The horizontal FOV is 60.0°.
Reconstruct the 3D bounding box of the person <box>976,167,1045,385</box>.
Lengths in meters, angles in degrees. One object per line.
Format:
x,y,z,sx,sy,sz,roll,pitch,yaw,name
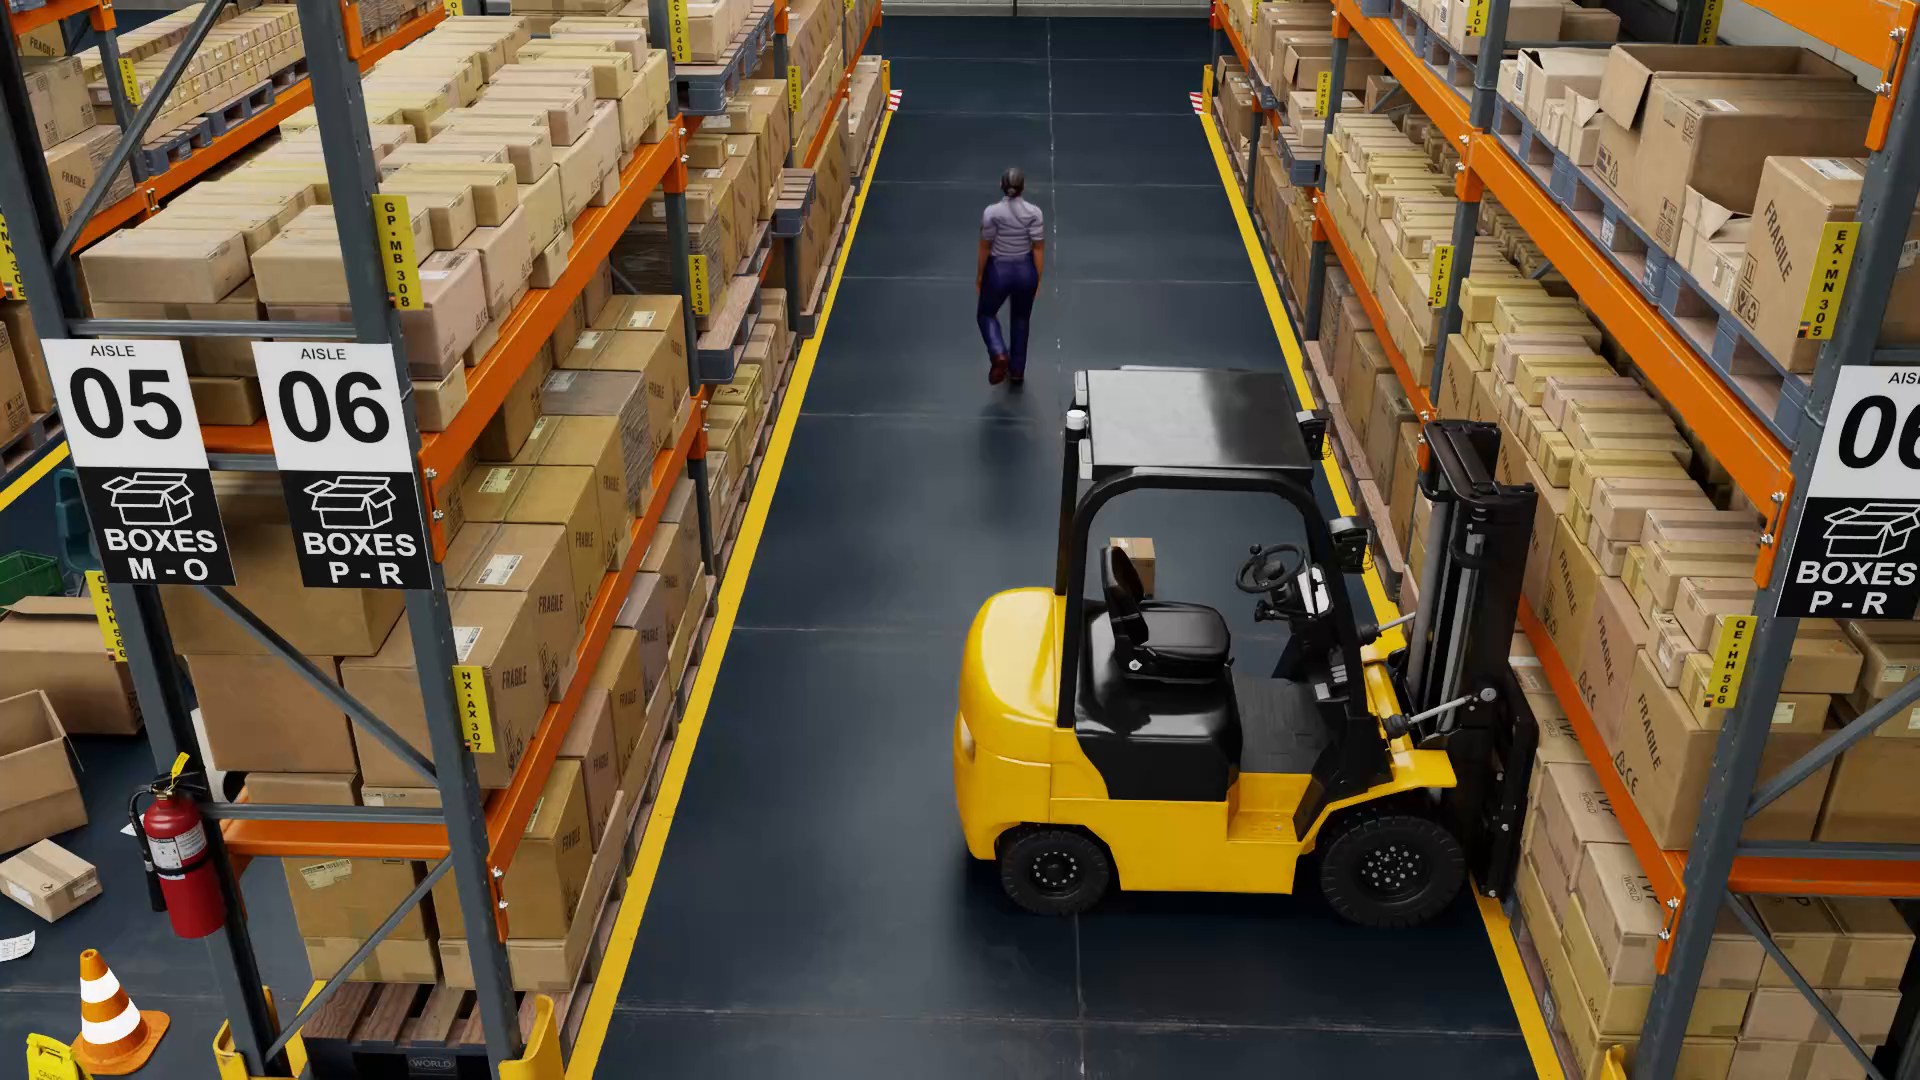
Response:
0.368,-1.916,12.165,0.491,1.635,0.559,-4,28,-7,person
